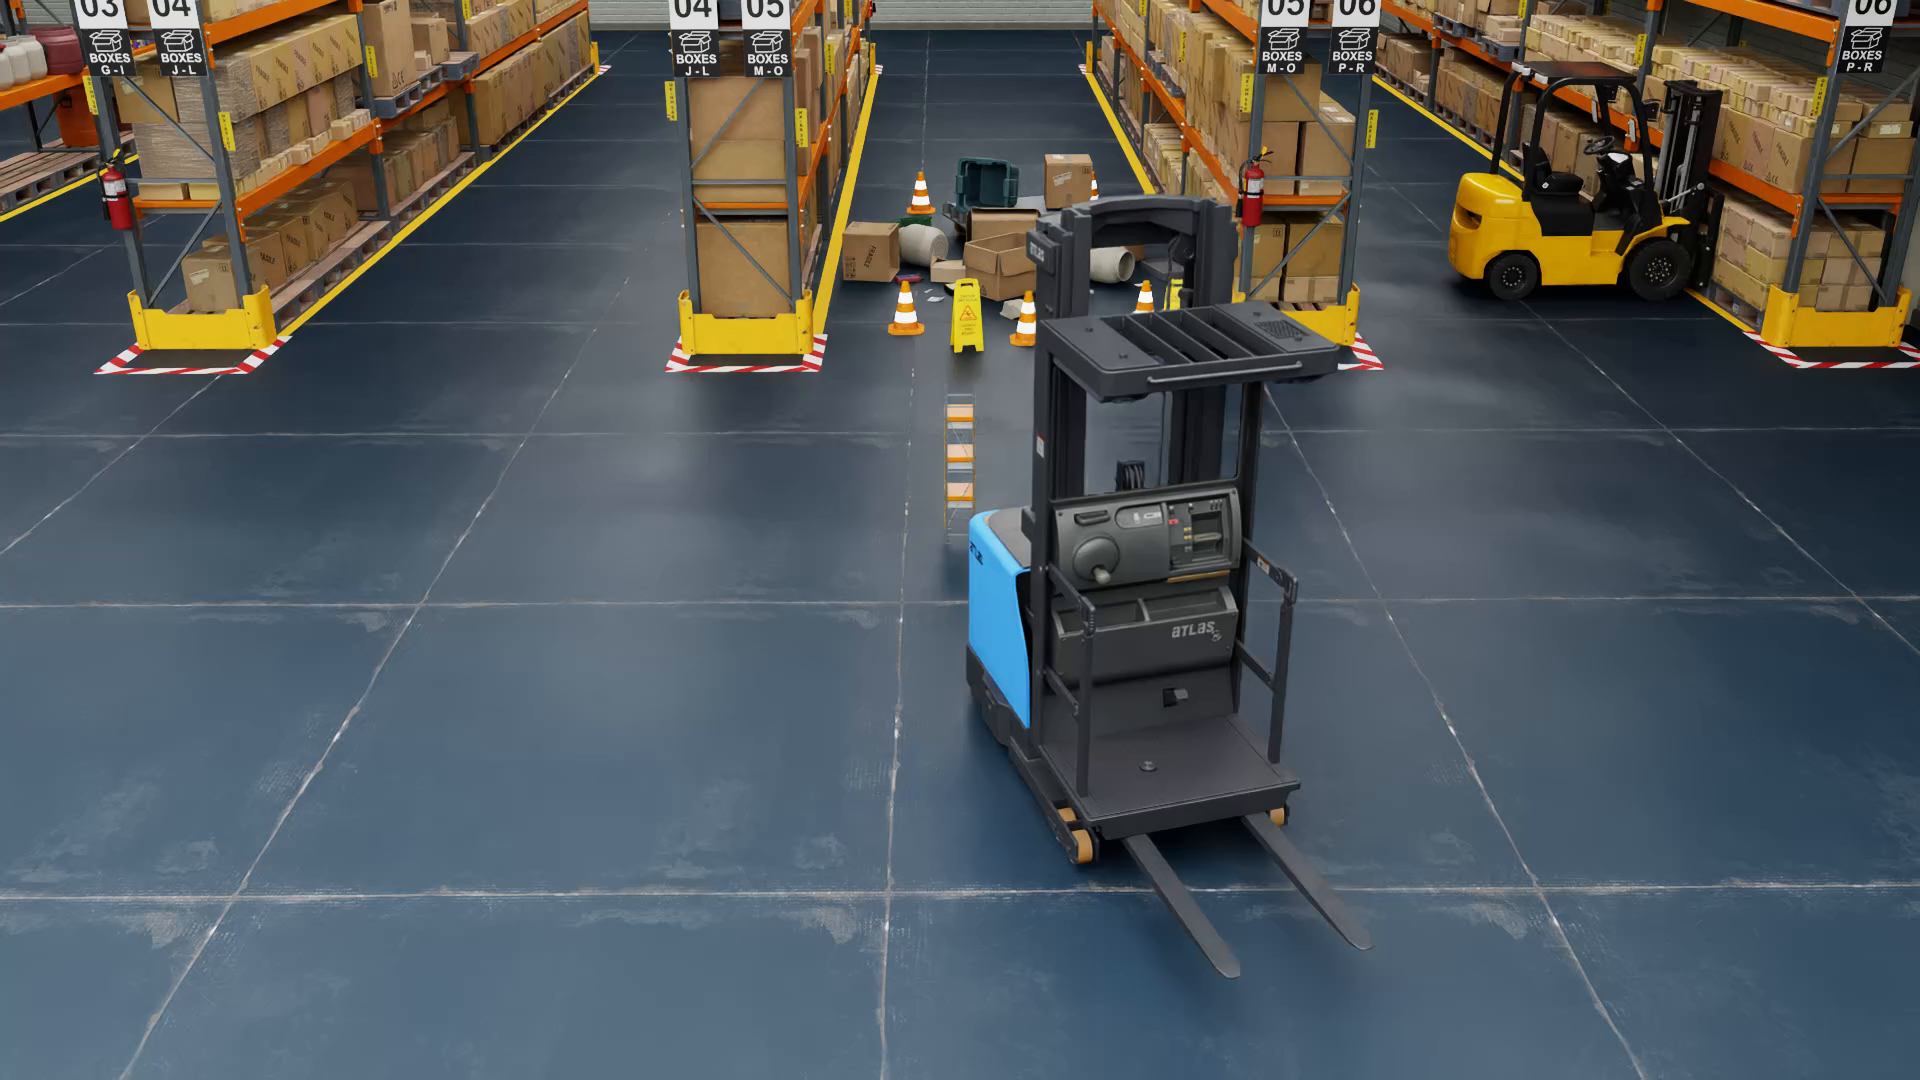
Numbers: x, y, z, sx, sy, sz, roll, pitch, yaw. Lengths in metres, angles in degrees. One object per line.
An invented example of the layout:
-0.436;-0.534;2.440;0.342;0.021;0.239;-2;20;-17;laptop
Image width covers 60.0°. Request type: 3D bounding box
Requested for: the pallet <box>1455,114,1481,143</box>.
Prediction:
7.925;-6.038;24.345;1.003;0.211;1.213;0;24;-1;pallet

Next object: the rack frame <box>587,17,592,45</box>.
-7.054;-9.728;29.118;1.000;3.000;0.127;0;24;-1;rack frame

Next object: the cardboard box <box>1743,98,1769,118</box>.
7.693;-4.110;15.789;0.380;0.149;0.250;-1;24;-2;cardboard box

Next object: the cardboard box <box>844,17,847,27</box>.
-1.830;-7.437;23.850;0.380;0.149;0.250;1;24;2;cardboard box

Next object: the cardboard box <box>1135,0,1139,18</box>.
2.661;-7.400;22.637;0.500;0.500;0.500;0;24;0;cardboard box

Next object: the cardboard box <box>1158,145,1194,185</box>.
2.957;-4.620;20.505;0.950;0.372;0.625;1;24;1;cardboard box

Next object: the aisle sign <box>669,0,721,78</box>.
-2.218;-4.269;13.895;0.394;0.787;0.004;0;24;-1;aisle sign

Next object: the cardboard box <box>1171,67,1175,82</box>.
2.674;-5.435;19.422;0.380;0.149;0.250;0;24;0;cardboard box

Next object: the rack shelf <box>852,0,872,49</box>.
-2.072;-8.556;27.401;1.077;0.370;4.000;0;24;-1;rack shelf

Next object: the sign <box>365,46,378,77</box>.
-6.381;-5.183;18.019;0.100;0.325;0.005;0;24;-1;sign

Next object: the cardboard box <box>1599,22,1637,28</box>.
8.240;-6.392;20.835;0.380;0.149;0.250;-1;24;-2;cardboard box

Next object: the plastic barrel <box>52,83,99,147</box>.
-11.942;-5.813;22.586;0.600;0.830;0.708;0;24;-1;plastic barrel

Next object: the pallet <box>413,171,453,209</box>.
-6.950;-4.337;20.583;1.003;0.211;1.213;0;24;-1;pallet

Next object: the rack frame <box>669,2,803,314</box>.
-1.919;-3.115;14.498;1.000;3.000;0.127;0;24;-1;rack frame

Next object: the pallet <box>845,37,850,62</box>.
-2.121;-6.618;22.474;1.213;0.211;1.003;0;24;-1;pallet

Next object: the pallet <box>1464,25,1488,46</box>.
7.880;-7.213;23.792;1.003;0.211;1.213;0;24;-1;pallet

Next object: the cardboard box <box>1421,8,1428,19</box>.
7.554;-8.378;26.438;0.380;0.149;0.250;0;24;1;cardboard box

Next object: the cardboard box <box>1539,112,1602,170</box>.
7.914;-5.083;21.220;0.875;0.625;0.625;1;24;1;cardboard box

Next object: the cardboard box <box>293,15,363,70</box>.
-6.643;-5.235;17.490;0.500;0.500;0.500;0;24;-1;cardboard box

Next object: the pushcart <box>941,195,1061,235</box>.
0.707;-3.602;18.756;1.648;0.377;0.936;-9;26;-19;pushcart

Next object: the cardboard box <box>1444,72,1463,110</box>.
7.658;-6.780;25.126;0.500;0.500;0.500;-1;24;-1;cardboard box

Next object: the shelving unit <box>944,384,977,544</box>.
-0.001;-0.500;11.082;0.215;1.050;0.252;0;24;-1;shelving unit

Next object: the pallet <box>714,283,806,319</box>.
-2.006;-2.174;15.800;1.003;0.211;1.213;0;24;-1;pallet

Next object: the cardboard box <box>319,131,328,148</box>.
-6.663;-4.066;16.905;0.380;0.149;0.250;0;24;-1;cardboard box

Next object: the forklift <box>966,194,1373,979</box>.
0.959;0.015;7.661;1.130;2.935;3.031;-7;25;-16;forklift

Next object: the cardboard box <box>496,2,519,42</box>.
-6.721;-7.514;24.103;0.500;0.500;0.500;-1;24;-1;cardboard box

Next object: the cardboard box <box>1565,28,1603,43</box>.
7.639;-6.176;20.357;0.380;0.149;0.250;0;24;1;cardboard box

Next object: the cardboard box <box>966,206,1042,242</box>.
0.460;-3.201;17.553;0.797;0.637;0.503;0;24;-1;cardboard box

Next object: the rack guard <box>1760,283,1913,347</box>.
7.993;-2.054;15.185;1.175;0.500;0.348;0;24;-1;rack guard

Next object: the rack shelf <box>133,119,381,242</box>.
-6.902;-3.631;16.511;1.077;0.370;4.000;0;24;-1;rack shelf

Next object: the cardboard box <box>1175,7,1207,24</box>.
2.708;-6.081;19.277;0.380;0.149;0.250;-1;24;-3;cardboard box

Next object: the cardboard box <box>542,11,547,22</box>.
-6.684;-8.197;26.038;0.380;0.149;0.250;-1;24;-2;cardboard box

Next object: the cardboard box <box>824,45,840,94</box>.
-1.714;-5.650;19.982;0.500;0.500;0.500;0;24;0;cardboard box

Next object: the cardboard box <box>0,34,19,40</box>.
-16.708;-8.523;28.955;0.500;0.500;0.500;0;24;-1;cardboard box

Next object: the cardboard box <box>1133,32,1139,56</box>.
2.656;-6.825;22.882;0.500;0.250;0.500;0;24;0;cardboard box

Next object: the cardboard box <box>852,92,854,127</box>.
-1.778;-6.175;23.788;0.500;0.500;0.500;-1;24;-2;cardboard box

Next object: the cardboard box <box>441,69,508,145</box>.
-6.954;-5.939;22.810;1.225;0.875;0.875;-1;24;-3;cardboard box

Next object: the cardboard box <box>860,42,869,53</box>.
-1.759;-8.445;28.510;0.380;0.149;0.250;-1;24;-2;cardboard box

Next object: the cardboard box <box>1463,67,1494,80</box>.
7.676;-6.911;24.628;0.380;0.149;0.250;0;24;-1;cardboard box

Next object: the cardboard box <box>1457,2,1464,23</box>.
7.493;-7.704;24.297;0.396;0.266;0.258;1;24;2;cardboard box

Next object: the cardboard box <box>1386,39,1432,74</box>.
7.701;-8.244;28.361;0.700;0.500;0.500;1;24;2;cardboard box

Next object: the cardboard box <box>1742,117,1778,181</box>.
7.729;-3.664;15.590;0.500;0.500;0.500;0;24;1;cardboard box

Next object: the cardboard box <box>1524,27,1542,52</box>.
7.641;-6.475;21.502;0.500;0.250;0.500;0;24;-1;cardboard box

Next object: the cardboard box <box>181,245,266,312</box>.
-6.870;-2.444;15.538;0.500;0.500;0.500;4;25;9;cardboard box

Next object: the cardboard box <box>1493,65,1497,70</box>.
8.203;-7.031;24.893;0.380;0.149;0.250;-1;24;-3;cardboard box

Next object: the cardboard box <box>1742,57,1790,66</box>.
8.298;-4.882;17.135;0.380;0.149;0.250;-1;24;-2;cardboard box

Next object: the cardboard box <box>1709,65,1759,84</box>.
7.749;-4.665;16.654;0.380;0.149;0.250;0;24;-1;cardboard box

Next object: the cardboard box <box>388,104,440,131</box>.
-6.914;-5.340;21.006;0.500;0.250;0.500;2;24;5;cardboard box

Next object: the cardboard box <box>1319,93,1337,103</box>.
3.286;-3.980;15.928;0.500;0.500;0.500;-1;24;-2;cardboard box

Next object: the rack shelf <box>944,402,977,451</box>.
-0.001;-0.749;10.970;0.215;0.259;0.240;0;24;-1;rack shelf

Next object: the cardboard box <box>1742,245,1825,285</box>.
7.675;-2.568;15.509;0.500;0.250;0.500;-1;24;-1;cardboard box

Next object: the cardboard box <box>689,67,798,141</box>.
-1.884;-3.829;14.583;0.875;0.550;0.550;0;24;-1;cardboard box

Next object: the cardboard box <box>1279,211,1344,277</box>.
3.297;-2.803;15.724;0.500;0.500;0.500;-1;24;-2;cardboard box

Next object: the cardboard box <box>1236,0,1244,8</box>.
2.755;-4.996;15.322;0.380;0.149;0.250;0;24;-1;cardboard box

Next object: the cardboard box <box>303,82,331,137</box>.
-6.904;-4.366;16.782;0.875;0.500;0.500;0;24;-1;cardboard box

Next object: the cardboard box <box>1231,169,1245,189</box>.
2.698;-3.322;15.259;0.380;0.149;0.250;-1;24;-1;cardboard box
